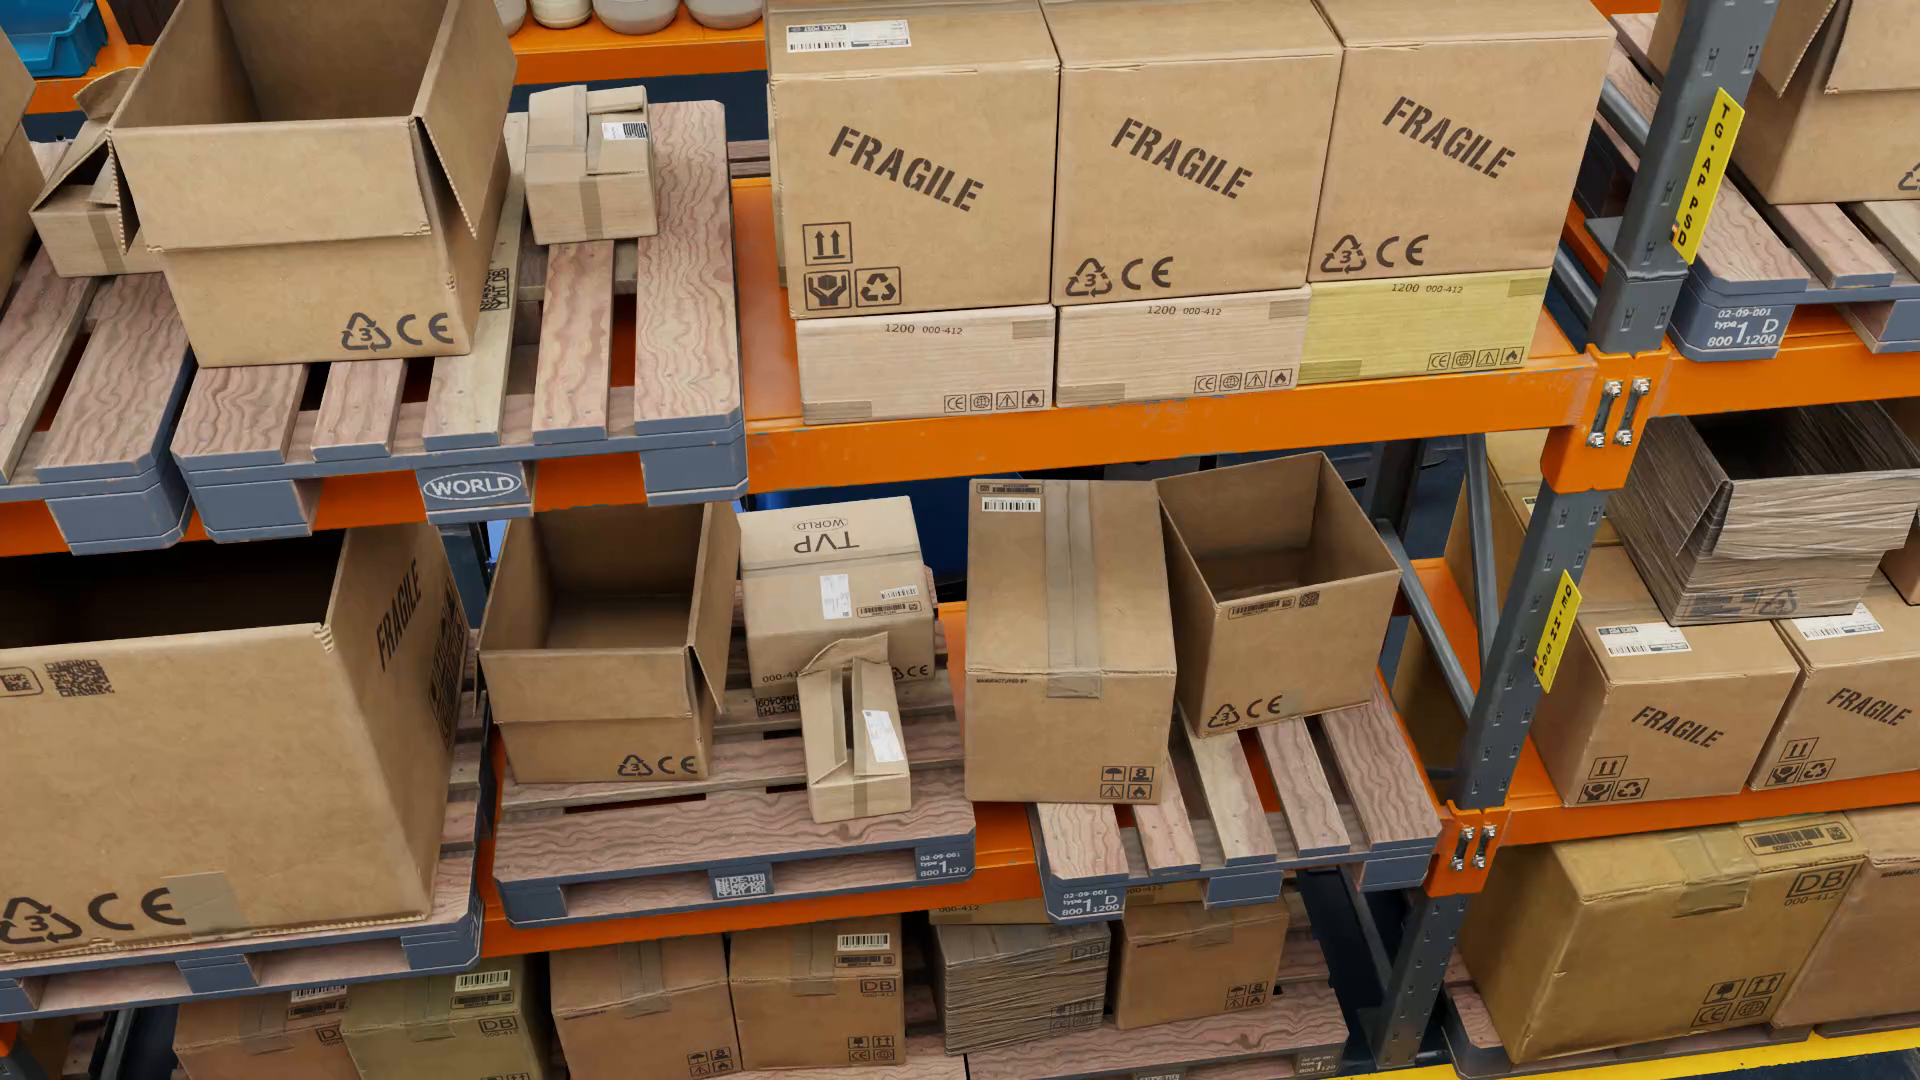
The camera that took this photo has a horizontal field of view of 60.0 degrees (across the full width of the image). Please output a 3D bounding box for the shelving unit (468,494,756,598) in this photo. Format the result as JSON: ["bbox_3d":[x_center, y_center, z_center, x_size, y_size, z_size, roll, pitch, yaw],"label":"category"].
[{"bbox_3d":[-1.355,-0.240,6.396,1.048,1.500,0.538,-11,43,-12],"label":"shelving unit"}]

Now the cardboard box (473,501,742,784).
[{"bbox_3d":[-0.920,0.201,4.397,0.637,0.503,0.797,-1,42,-1],"label":"cardboard box"}]

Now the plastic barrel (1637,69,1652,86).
[{"bbox_3d":[4.122,-2.718,9.276,0.708,0.901,0.600,-5,42,-6],"label":"plastic barrel"}]

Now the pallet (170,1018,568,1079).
[{"bbox_3d":[-1.855,1.574,5.347,1.213,0.211,1.003,-5,42,-6],"label":"pallet"}]

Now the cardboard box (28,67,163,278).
[{"bbox_3d":[-1.708,-0.761,3.401,0.258,0.266,0.396,-4,42,-4],"label":"cardboard box"}]

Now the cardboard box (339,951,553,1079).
[{"bbox_3d":[-1.540,1.304,5.102,0.500,0.500,0.700,-5,42,-6],"label":"cardboard box"}]

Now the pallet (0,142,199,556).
[{"bbox_3d":[-2.001,-0.420,3.376,1.003,0.211,1.213,-5,42,-6],"label":"pallet"}]

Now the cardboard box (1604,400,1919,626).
[{"bbox_3d":[2.066,-0.202,4.411,0.637,0.503,0.797,-4,42,-4],"label":"cardboard box"}]

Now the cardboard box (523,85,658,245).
[{"bbox_3d":[-0.781,-0.805,3.524,0.250,0.166,0.380,-6,42,-7],"label":"cardboard box"}]

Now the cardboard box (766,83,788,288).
[{"bbox_3d":[-0.177,-0.831,3.804,0.500,0.250,0.500,-4,42,-5],"label":"cardboard box"}]

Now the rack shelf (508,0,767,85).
[{"bbox_3d":[-1.286,-2.589,8.417,4.000,0.370,1.077,-5,42,-6],"label":"rack shelf"}]

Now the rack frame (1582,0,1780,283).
[{"bbox_3d":[1.339,-1.968,2.713,0.127,3.000,1.000,-5,42,-6],"label":"rack frame"}]

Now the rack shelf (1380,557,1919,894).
[{"bbox_3d":[3.322,0.354,5.156,4.000,0.370,1.077,-5,42,-6],"label":"rack shelf"}]

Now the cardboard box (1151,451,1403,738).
[{"bbox_3d":[0.809,0.140,4.467,0.500,0.500,0.500,-10,43,-11],"label":"cardboard box"}]

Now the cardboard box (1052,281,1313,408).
[{"bbox_3d":[0.409,-0.542,3.484,0.500,0.250,0.500,-5,42,-6],"label":"cardboard box"}]

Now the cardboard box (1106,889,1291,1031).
[{"bbox_3d":[0.677,1.096,5.333,0.500,0.500,0.700,-7,43,-8],"label":"cardboard box"}]

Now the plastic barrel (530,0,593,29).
[{"bbox_3d":[-1.937,-2.644,8.045,0.301,0.262,0.301,0,42,0],"label":"plastic barrel"}]

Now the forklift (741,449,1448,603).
[{"bbox_3d":[0.602,-1.207,6.400,3.031,2.935,1.130,-11,43,-12],"label":"forklift"}]

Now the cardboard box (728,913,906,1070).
[{"bbox_3d":[-0.432,1.207,5.210,0.500,0.500,0.700,-2,42,-2],"label":"cardboard box"}]

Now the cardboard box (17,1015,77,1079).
[{"bbox_3d":[-3.029,1.388,5.025,0.500,0.500,0.500,-6,42,-7],"label":"cardboard box"}]

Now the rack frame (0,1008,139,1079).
[{"bbox_3d":[-2.627,0.607,4.337,0.127,3.000,1.000,-5,42,-6],"label":"rack frame"}]

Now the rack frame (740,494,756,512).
[{"bbox_3d":[-0.868,-0.336,6.503,0.032,1.500,0.500,-11,43,-12],"label":"rack frame"}]

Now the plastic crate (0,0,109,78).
[{"bbox_3d":[-4.331,-2.350,7.727,0.616,0.251,0.499,-5,42,-6],"label":"plastic crate"}]

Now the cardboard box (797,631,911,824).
[{"bbox_3d":[-0.279,0.478,4.267,0.258,0.266,0.396,-6,42,-7],"label":"cardboard box"}]

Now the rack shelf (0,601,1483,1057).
[{"bbox_3d":[-0.644,0.701,4.771,4.000,0.370,1.077,-5,42,-6],"label":"rack shelf"}]

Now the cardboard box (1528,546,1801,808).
[{"bbox_3d":[1.856,0.361,4.535,0.500,0.500,0.500,-4,42,-4],"label":"cardboard box"}]

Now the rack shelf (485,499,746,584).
[{"bbox_3d":[-1.355,-0.107,6.517,1.000,0.185,0.538,-11,43,-12],"label":"rack shelf"}]

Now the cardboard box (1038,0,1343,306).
[{"bbox_3d":[0.392,-0.817,3.229,0.500,0.500,0.500,-5,42,-6],"label":"cardboard box"}]

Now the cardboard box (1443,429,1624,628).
[{"bbox_3d":[1.796,0.016,4.919,0.500,0.500,0.500,-4,42,-4],"label":"cardboard box"}]

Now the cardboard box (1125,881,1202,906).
[{"bbox_3d":[0.679,0.825,5.074,0.500,0.250,0.500,-3,42,-4],"label":"cardboard box"}]

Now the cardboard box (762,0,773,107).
[{"bbox_3d":[-0.161,-1.117,3.561,0.500,0.500,0.500,-6,42,-7],"label":"cardboard box"}]

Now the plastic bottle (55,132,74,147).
[{"bbox_3d":[-4.732,-2.014,8.892,0.185,0.351,0.144,-5,42,-6],"label":"plastic bottle"}]

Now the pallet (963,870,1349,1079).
[{"bbox_3d":[0.564,1.362,5.582,1.213,0.211,1.003,-5,42,-6],"label":"pallet"}]

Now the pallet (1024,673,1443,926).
[{"bbox_3d":[0.646,0.464,4.639,1.003,0.211,1.213,-5,42,-6],"label":"pallet"}]

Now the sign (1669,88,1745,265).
[{"bbox_3d":[1.408,-0.685,3.145,0.005,0.325,0.100,-5,42,-6],"label":"sign"}]

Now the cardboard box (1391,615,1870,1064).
[{"bbox_3d":[2.026,0.847,5.344,0.875,0.875,1.225,-7,42,-8],"label":"cardboard box"}]

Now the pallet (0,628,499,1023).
[{"bbox_3d":[-1.850,0.709,4.368,1.213,0.211,1.003,-5,42,-6],"label":"pallet"}]

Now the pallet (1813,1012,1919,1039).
[{"bbox_3d":[3.338,1.173,5.792,1.213,0.211,1.003,-5,42,-6],"label":"pallet"}]

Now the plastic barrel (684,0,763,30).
[{"bbox_3d":[-1.136,-2.771,7.981,0.433,0.535,0.433,0,42,0],"label":"plastic barrel"}]
